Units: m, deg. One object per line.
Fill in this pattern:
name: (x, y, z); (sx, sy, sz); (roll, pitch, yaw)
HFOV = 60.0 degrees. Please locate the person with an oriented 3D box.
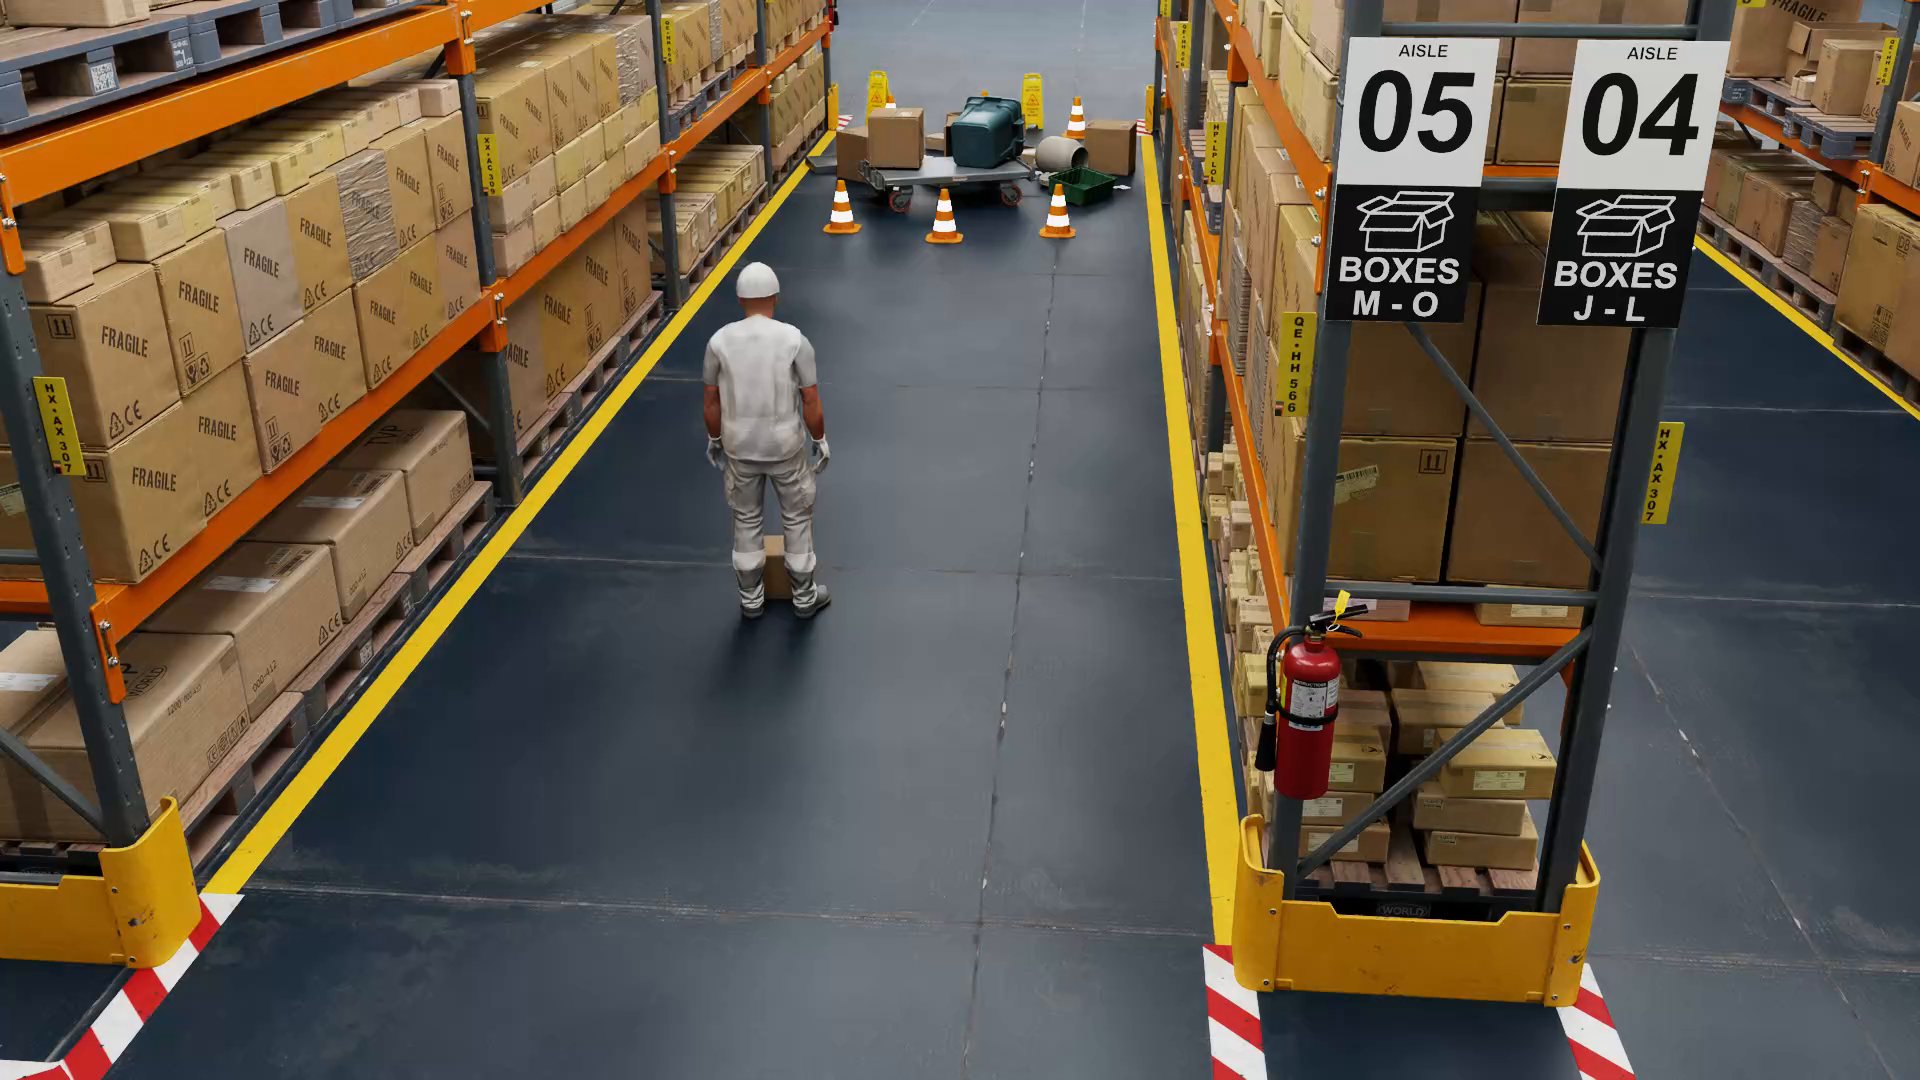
person: (-0.939, -0.460, 8.106); (0.609, 1.777, 0.448); (2, 24, 4)
